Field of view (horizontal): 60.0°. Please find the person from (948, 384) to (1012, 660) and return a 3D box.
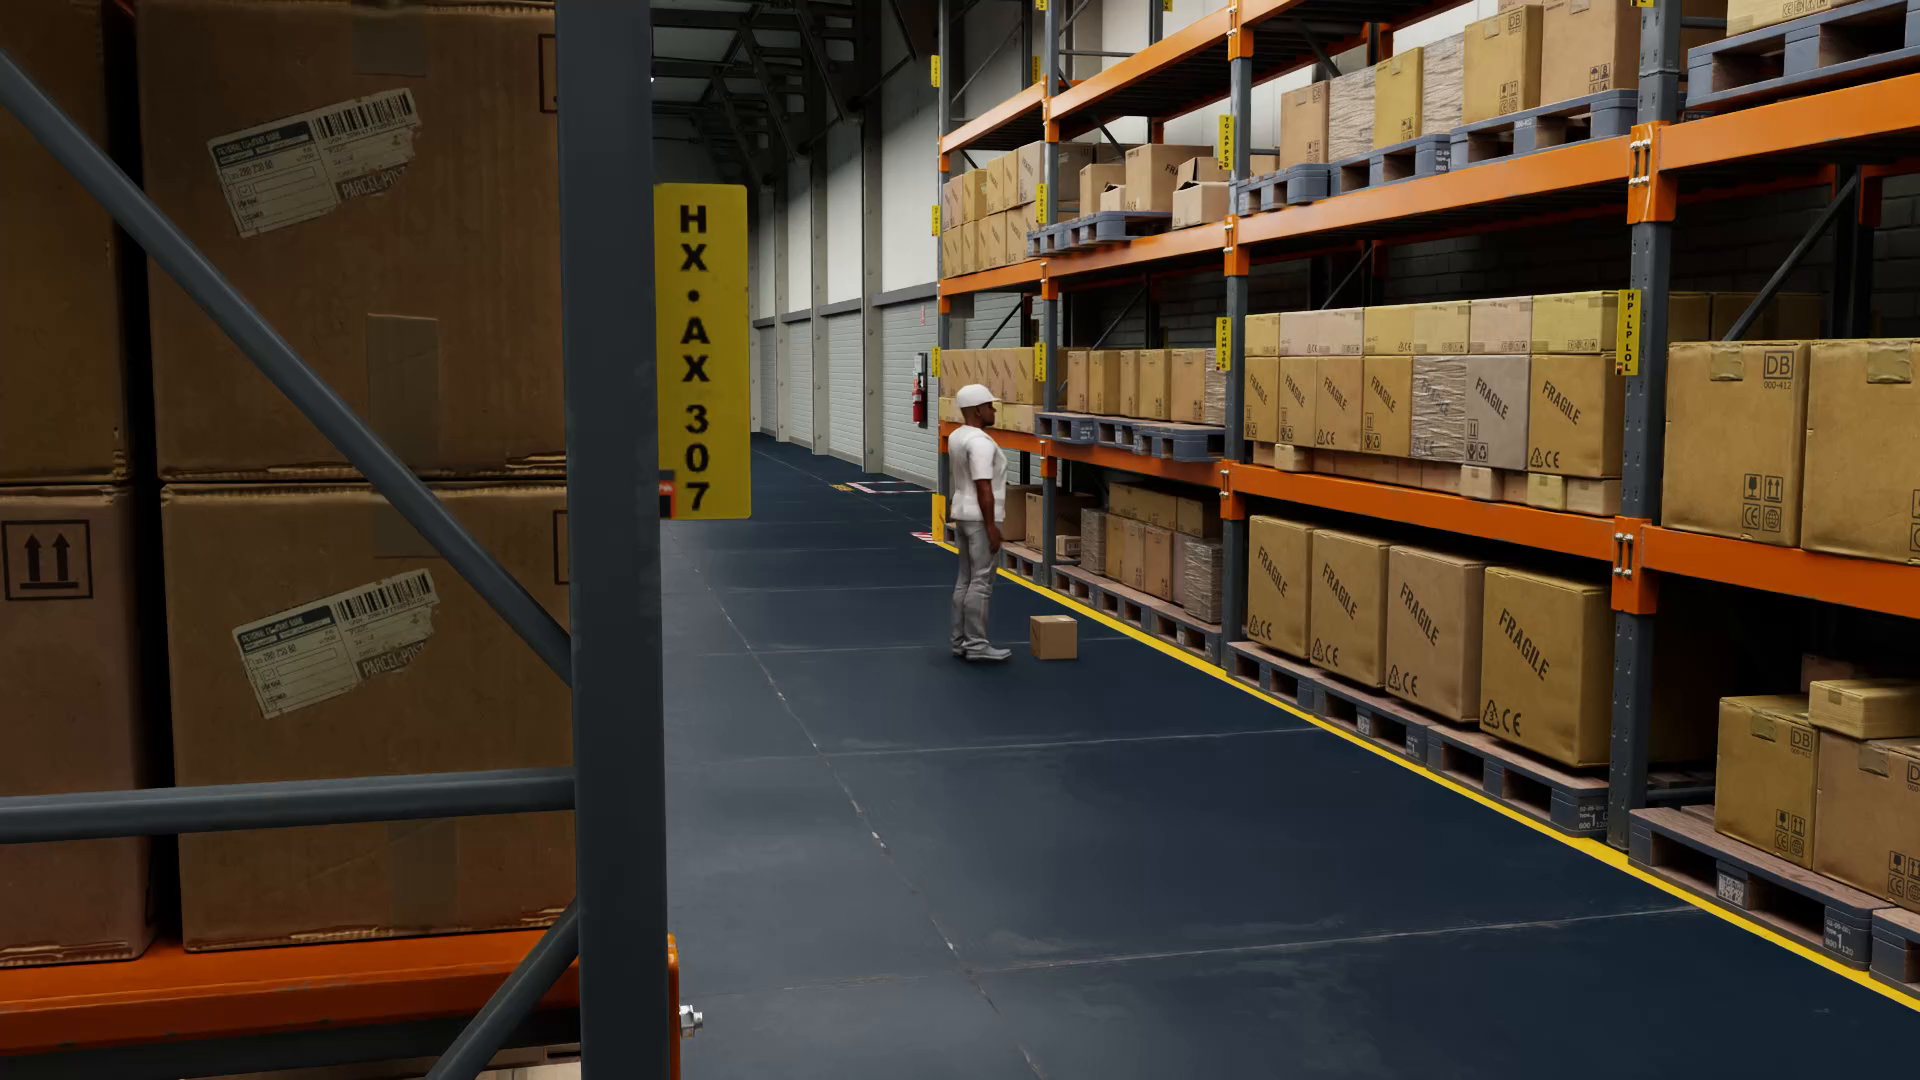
[{"bbox_3d":[0.123,-0.119,10.766,0.343,1.773,0.568,-2,6,-19],"label":"person"}]
